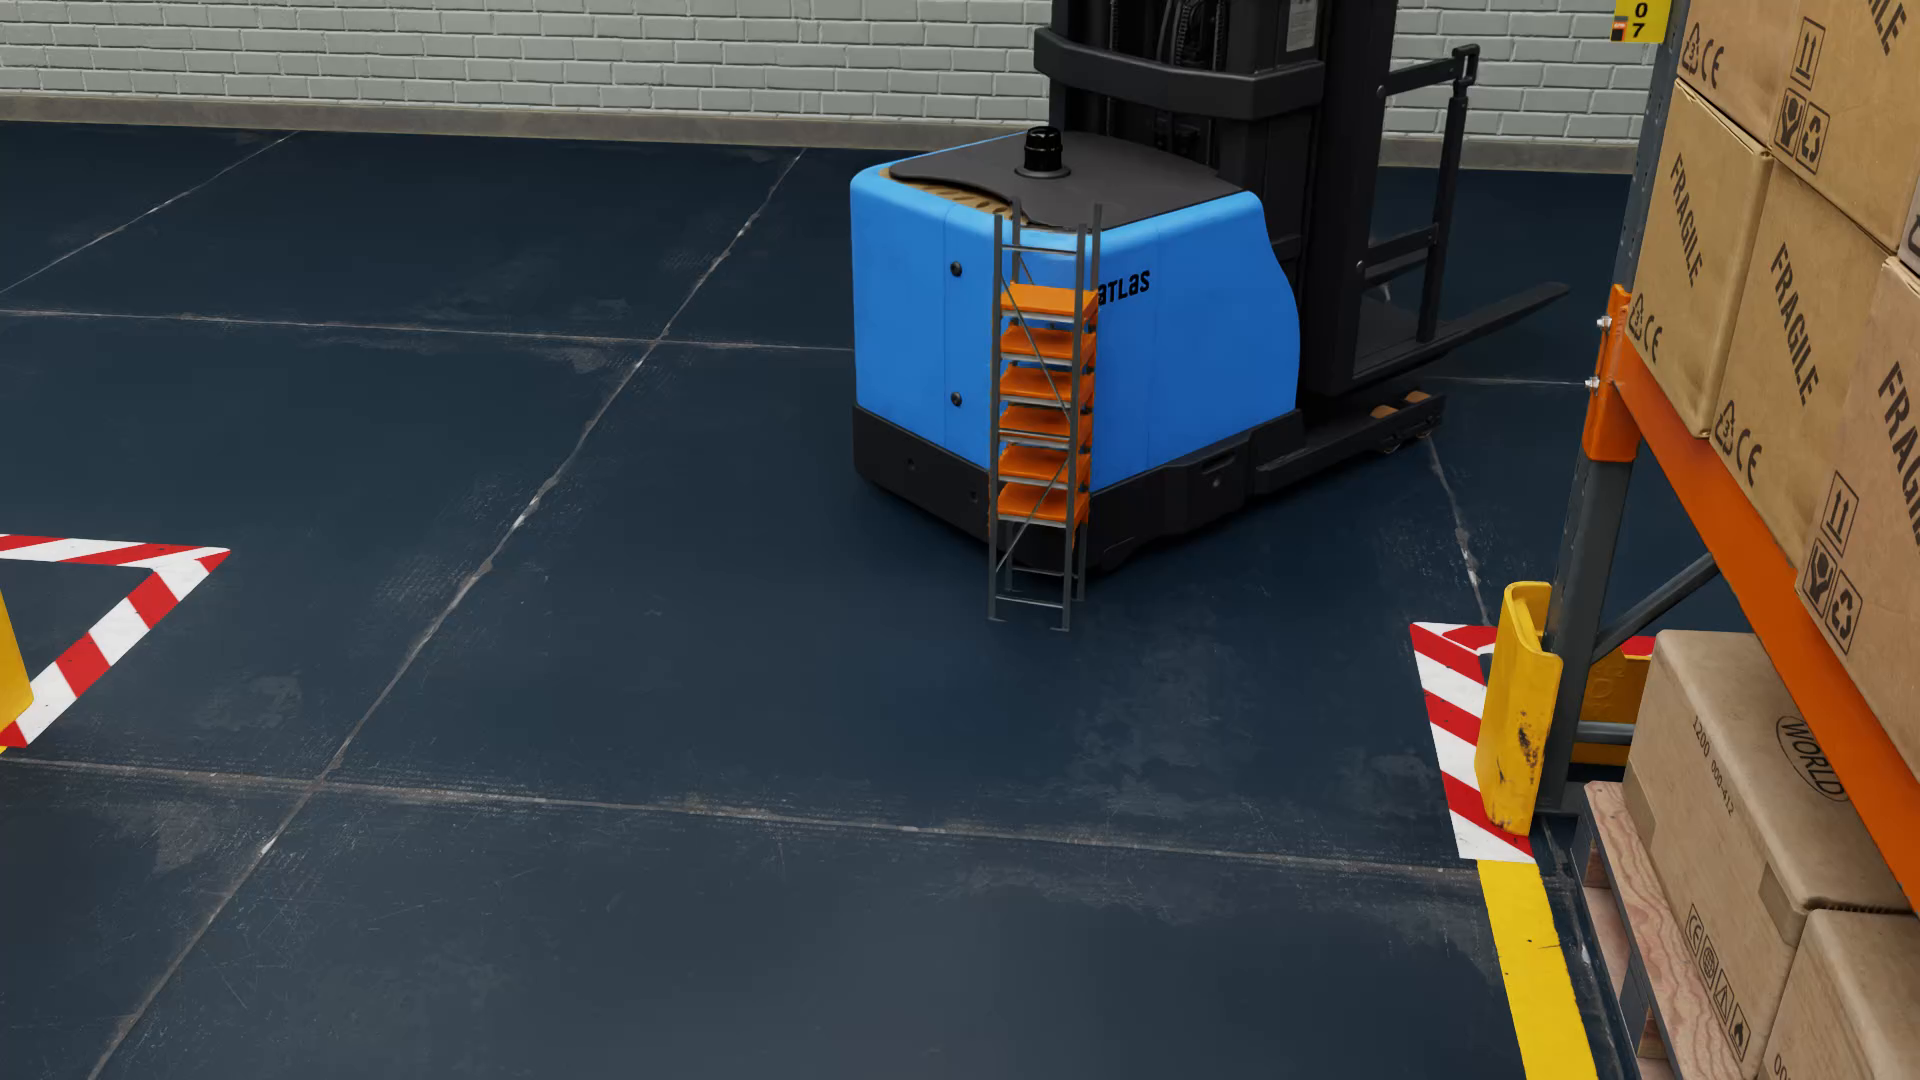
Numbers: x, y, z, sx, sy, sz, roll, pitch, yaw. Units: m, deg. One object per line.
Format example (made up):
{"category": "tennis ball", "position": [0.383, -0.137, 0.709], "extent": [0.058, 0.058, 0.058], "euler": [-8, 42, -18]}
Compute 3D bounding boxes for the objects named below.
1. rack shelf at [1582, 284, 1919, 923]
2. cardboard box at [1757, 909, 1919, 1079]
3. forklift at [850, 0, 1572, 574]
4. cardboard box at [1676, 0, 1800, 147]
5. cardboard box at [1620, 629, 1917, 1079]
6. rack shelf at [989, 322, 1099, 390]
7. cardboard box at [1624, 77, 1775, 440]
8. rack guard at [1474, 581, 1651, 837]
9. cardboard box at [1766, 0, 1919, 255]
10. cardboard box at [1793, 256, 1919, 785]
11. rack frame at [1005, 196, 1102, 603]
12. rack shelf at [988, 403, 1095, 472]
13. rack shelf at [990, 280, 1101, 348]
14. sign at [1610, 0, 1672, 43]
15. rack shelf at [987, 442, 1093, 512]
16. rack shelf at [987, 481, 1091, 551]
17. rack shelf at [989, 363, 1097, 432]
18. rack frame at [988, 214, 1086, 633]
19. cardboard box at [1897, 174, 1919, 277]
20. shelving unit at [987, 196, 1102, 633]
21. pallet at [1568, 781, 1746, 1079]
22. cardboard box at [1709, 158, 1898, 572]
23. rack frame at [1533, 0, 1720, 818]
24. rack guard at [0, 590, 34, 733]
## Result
{"category": "rack shelf", "position": [1.618, 0.600, 1.733], "extent": [1.077, 0.370, 4.000], "euler": [3, 28, 6]}
{"category": "cardboard box", "position": [1.777, 1.032, 2.430], "extent": [0.875, 0.438, 0.875], "euler": [4, 29, 8]}
{"category": "forklift", "position": [1.092, -1.761, 5.428], "extent": [3.031, 2.935, 1.130], "euler": [-22, 35, -35]}
{"category": "cardboard box", "position": [1.521, -0.933, 2.660], "extent": [0.500, 0.500, 0.500], "euler": [3, 28, 5]}
{"category": "cardboard box", "position": [1.881, 0.601, 3.230], "extent": [0.875, 0.438, 0.875], "euler": [2, 28, 4]}
{"category": "rack shelf", "position": [0.228, -0.499, 4.495], "extent": [0.258, 0.103, 0.180], "euler": [8, 28, 15]}
{"category": "cardboard box", "position": [1.519, -0.493, 2.898], "extent": [0.500, 0.500, 0.500], "euler": [3, 28, 6]}
{"category": "rack guard", "position": [1.866, 0.431, 3.923], "extent": [1.175, 0.500, 0.348], "euler": [3, 28, 6]}
{"category": "cardboard box", "position": [1.465, -0.690, 2.208], "extent": [0.500, 0.500, 0.500], "euler": [3, 28, 5]}
{"category": "cardboard box", "position": [1.405, -0.015, 2.010], "extent": [0.500, 0.500, 0.500], "euler": [3, 28, 6]}
{"category": "rack frame", "position": [0.253, -0.365, 4.662], "extent": [0.240, 1.200, 0.006], "euler": [8, 28, 15]}
{"category": "rack shelf", "position": [0.226, -0.285, 4.605], "extent": [0.258, 0.103, 0.180], "euler": [8, 28, 15]}
{"category": "rack shelf", "position": [0.228, -0.605, 4.440], "extent": [0.258, 0.103, 0.180], "euler": [8, 28, 15]}
{"category": "sign", "position": [1.313, -1.110, 3.151], "extent": [0.100, 0.325, 0.005], "euler": [3, 28, 6]}
{"category": "rack shelf", "position": [0.226, -0.179, 4.660], "extent": [0.258, 0.103, 0.180], "euler": [8, 28, 15]}
{"category": "rack shelf", "position": [0.225, -0.072, 4.715], "extent": [0.258, 0.103, 0.180], "euler": [8, 28, 15]}
{"category": "rack shelf", "position": [0.227, -0.392, 4.550], "extent": [0.258, 0.103, 0.180], "euler": [8, 28, 15]}
{"category": "rack frame", "position": [0.200, -0.285, 4.506], "extent": [0.240, 1.200, 0.006], "euler": [8, 28, 15]}
{"category": "cardboard box", "position": [1.410, -0.447, 1.757], "extent": [0.500, 0.500, 0.500], "euler": [3, 28, 6]}
{"category": "shelving unit", "position": [0.227, -0.325, 4.584], "extent": [0.258, 1.200, 0.189], "euler": [8, 28, 15]}
{"category": "pallet", "position": [1.842, 0.950, 3.264], "extent": [1.003, 0.211, 1.213], "euler": [3, 28, 6]}
{"category": "cardboard box", "position": [1.485, -0.254, 2.453], "extent": [0.500, 0.500, 0.500], "euler": [3, 28, 5]}
{"category": "rack frame", "position": [1.863, -0.658, 3.310], "extent": [1.000, 3.000, 0.127], "euler": [3, 28, 6]}
{"category": "rack guard", "position": [-3.072, 0.238, 4.282], "extent": [1.175, 0.500, 0.348], "euler": [3, 28, 6]}
